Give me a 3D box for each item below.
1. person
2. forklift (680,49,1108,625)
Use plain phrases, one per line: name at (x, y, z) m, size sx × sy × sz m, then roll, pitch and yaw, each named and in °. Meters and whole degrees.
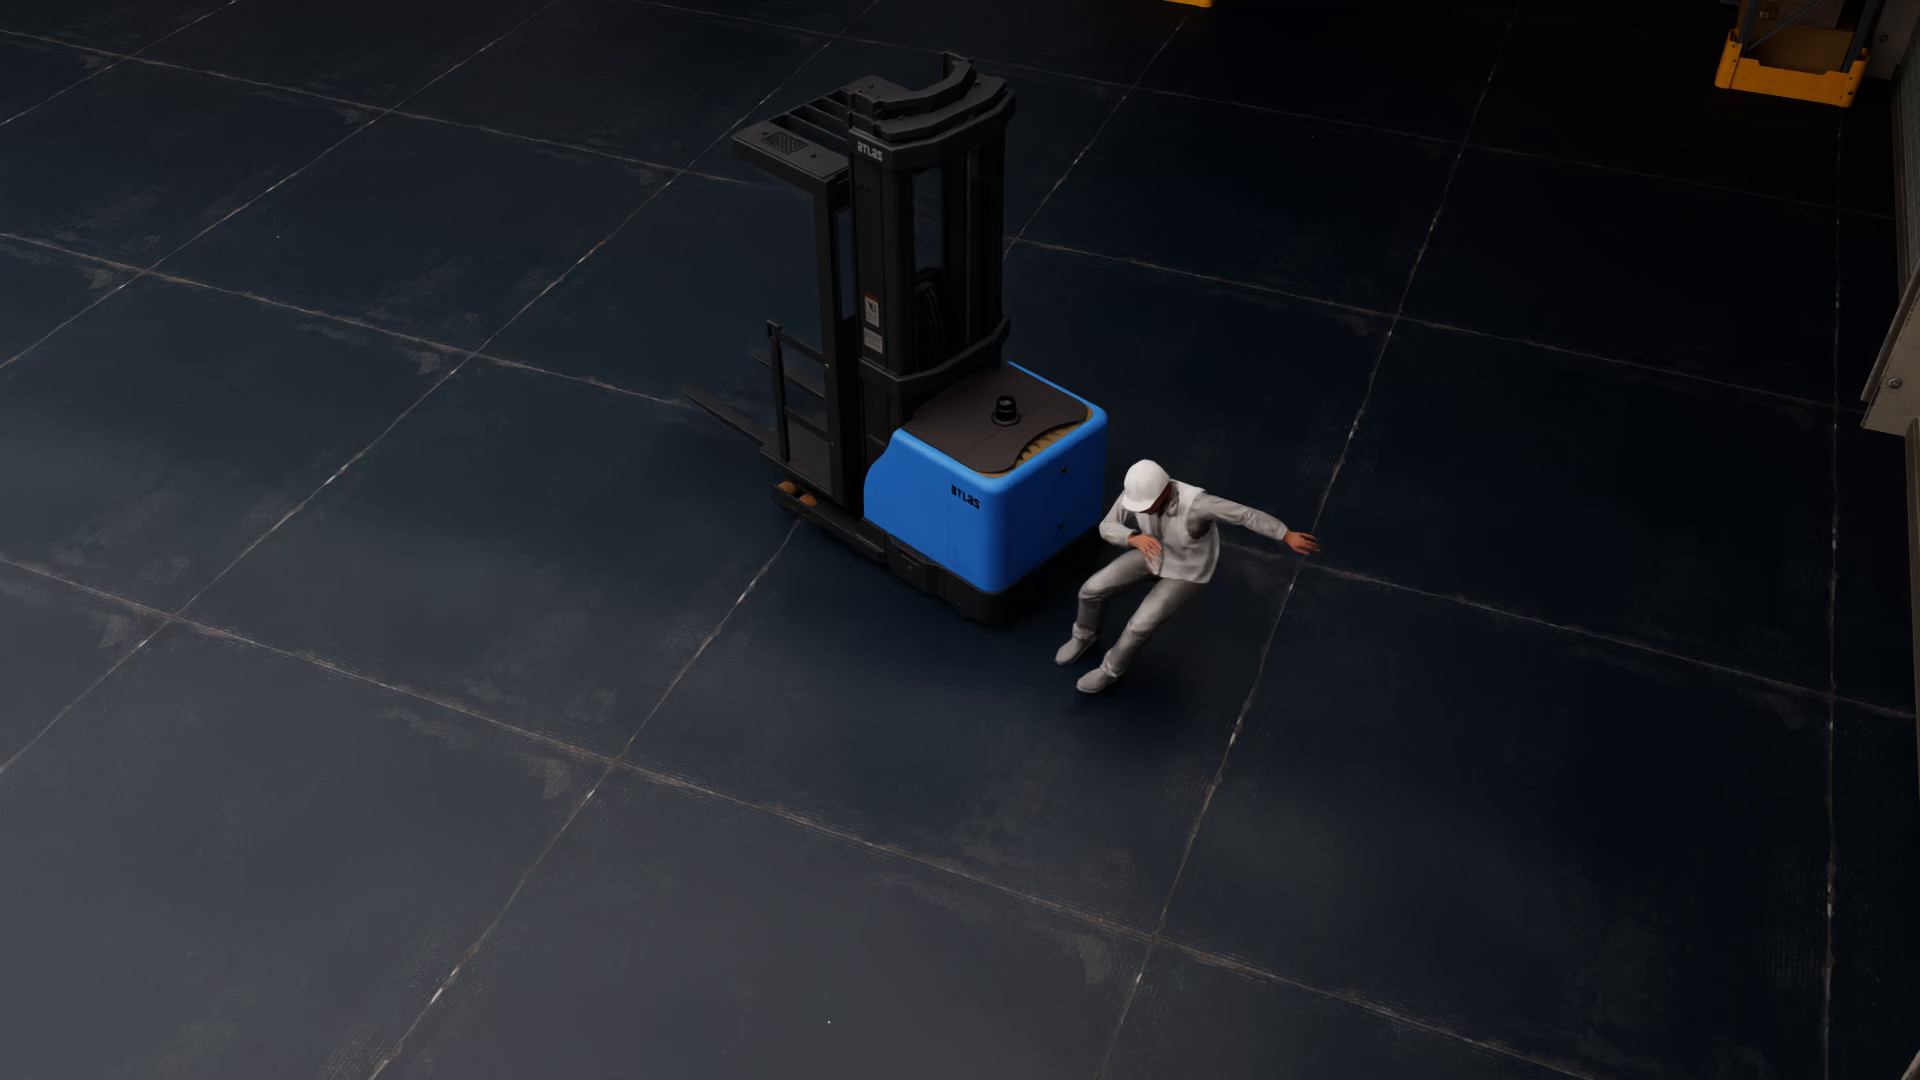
person at (1.160, 0.236, 8.896) m, size 1.183 × 1.437 × 0.895 m, roll 29°, pitch 48°, yaw 30°
forklift at (-0.550, -1.461, 9.751) m, size 3.031 × 2.935 × 1.130 m, roll 31°, pitch 49°, yaw 32°
